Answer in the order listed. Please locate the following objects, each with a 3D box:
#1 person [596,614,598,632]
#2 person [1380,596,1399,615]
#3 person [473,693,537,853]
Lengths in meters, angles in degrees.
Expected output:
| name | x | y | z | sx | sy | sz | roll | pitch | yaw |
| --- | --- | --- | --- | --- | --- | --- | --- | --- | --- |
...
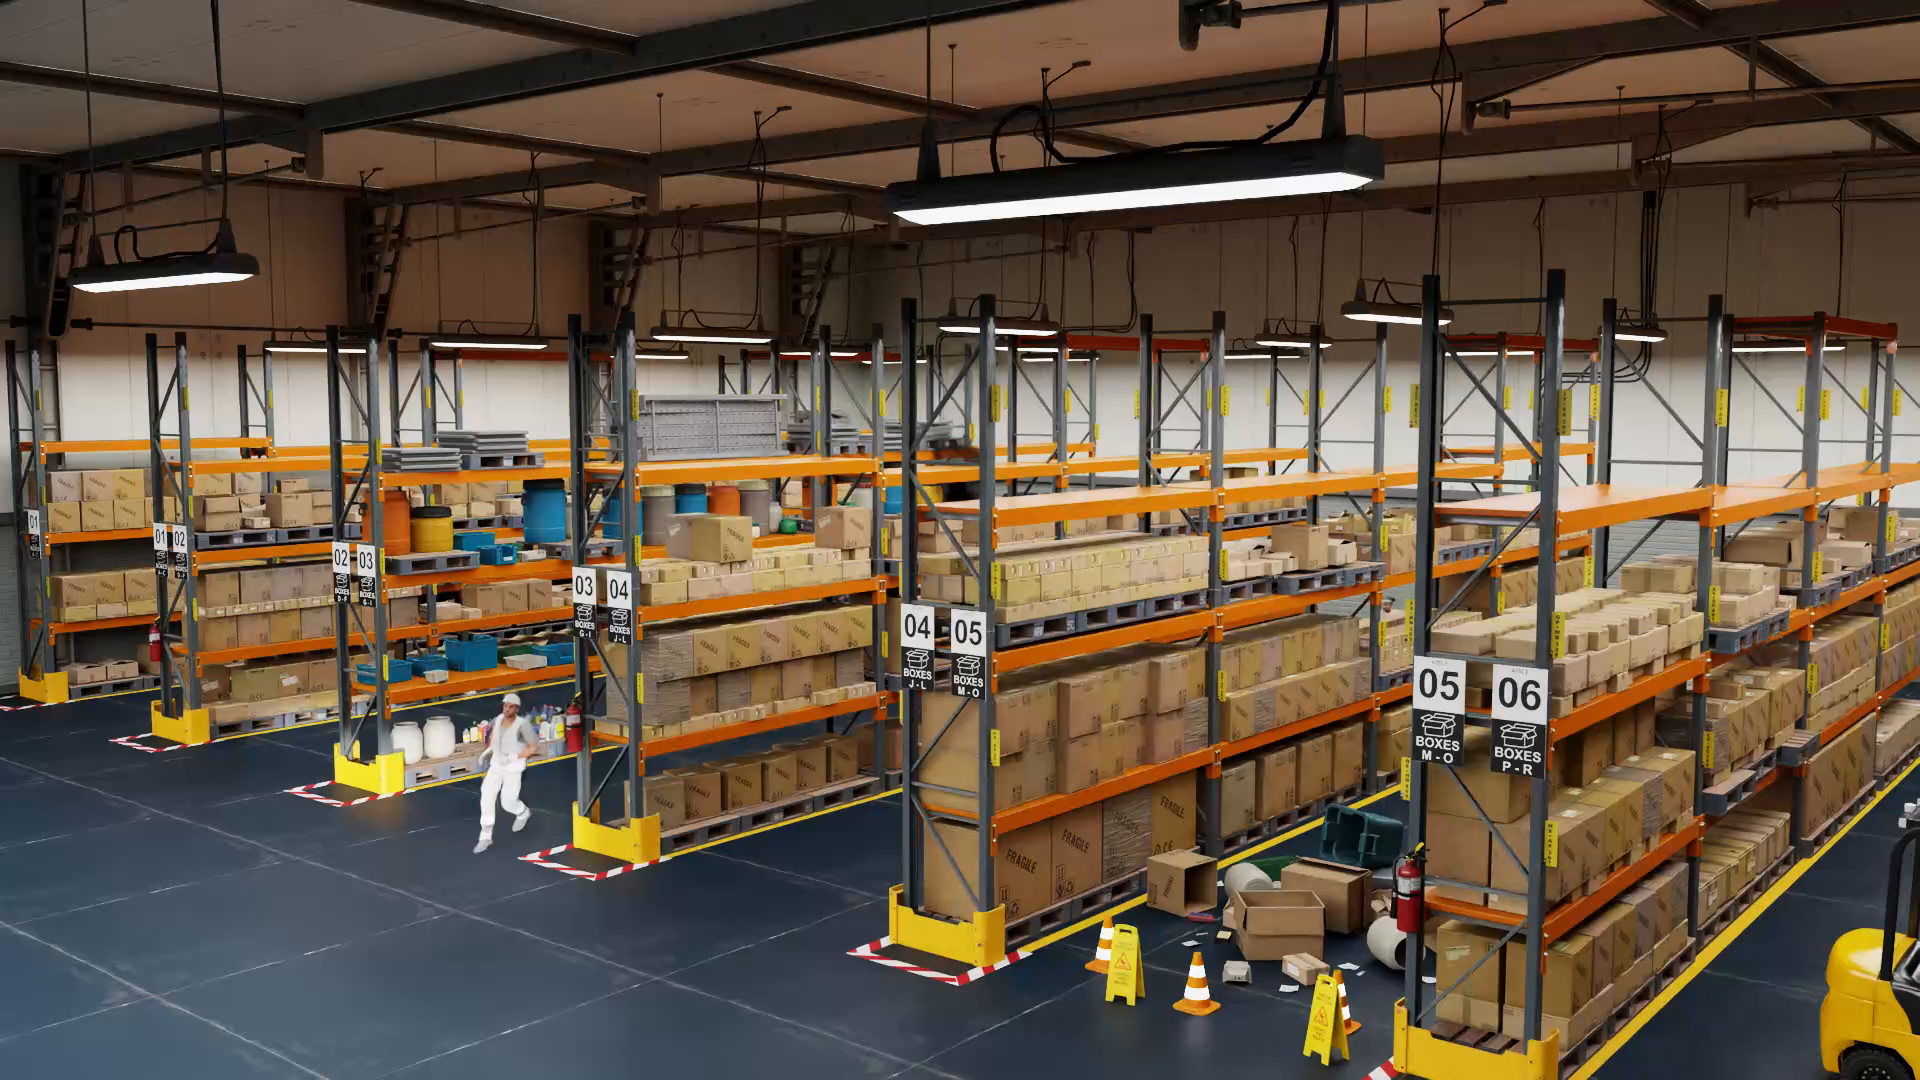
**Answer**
| name | x | y | z | sx | sy | sz | roll | pitch | yaw |
| --- | --- | --- | --- | --- | --- | --- | --- | --- | --- |
| person | -7.368 | 1.321 | 32.975 | 0.672 | 1.771 | 0.837 | 3 | 6 | 31 |
| person | 7.415 | 1.770 | 28.631 | 0.612 | 1.695 | 0.992 | 4 | 7 | 39 |
| person | -5.110 | 2.602 | 18.885 | 0.707 | 1.776 | 0.899 | 2 | 5 | 19 |
